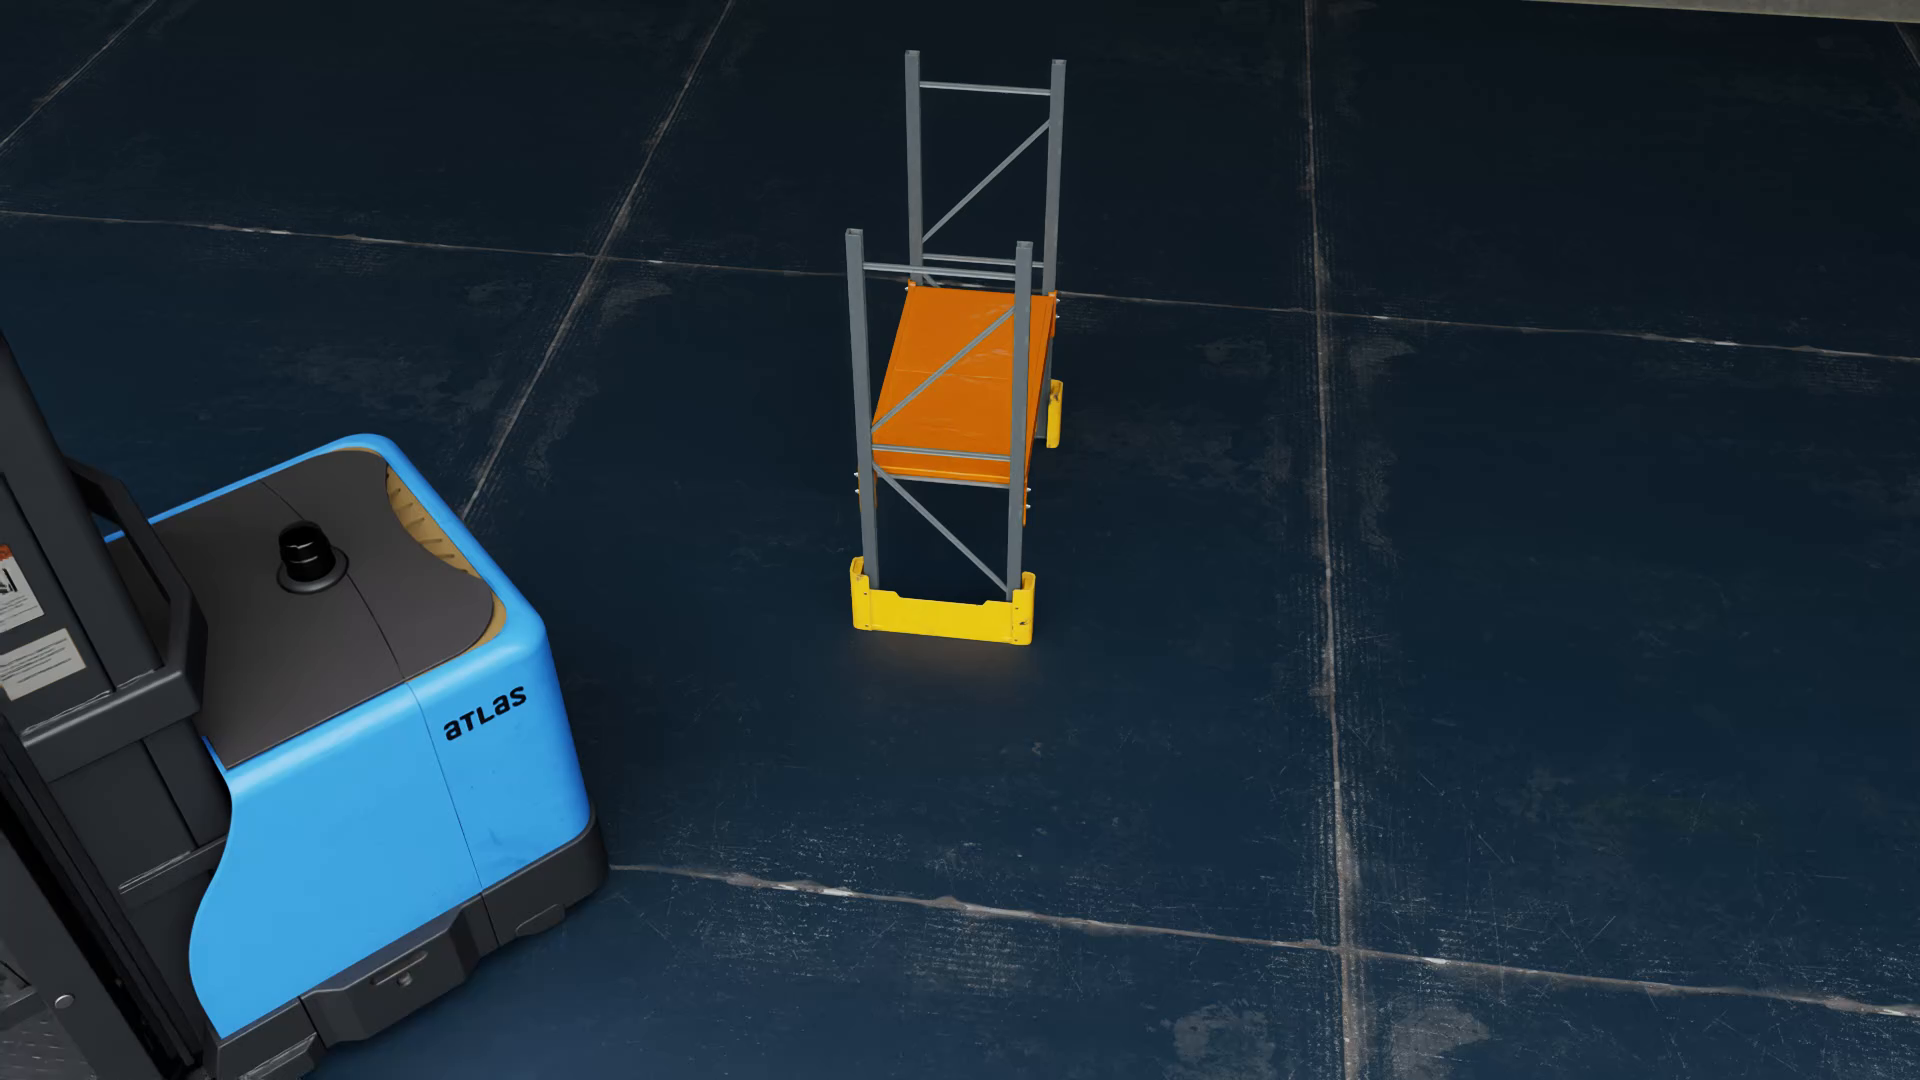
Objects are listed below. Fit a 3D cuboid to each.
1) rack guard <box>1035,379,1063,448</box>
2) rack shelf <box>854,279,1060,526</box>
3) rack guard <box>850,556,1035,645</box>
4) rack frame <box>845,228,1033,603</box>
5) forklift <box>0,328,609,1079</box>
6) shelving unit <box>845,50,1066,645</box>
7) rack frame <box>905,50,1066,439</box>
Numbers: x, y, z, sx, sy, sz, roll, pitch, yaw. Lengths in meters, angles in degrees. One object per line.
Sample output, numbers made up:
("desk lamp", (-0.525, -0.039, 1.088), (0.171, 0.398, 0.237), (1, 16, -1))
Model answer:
("rack guard", (0.076, -0.482, 6.077), (0.587, 0.250, 0.087), (5, 44, 6))
("rack shelf", (0.011, -0.472, 5.419), (0.538, 0.185, 1.000), (5, 44, 6))
("rack guard", (-0.056, 0.197, 5.360), (0.587, 0.250, 0.087), (5, 44, 6))
("rack frame", (-0.056, -0.256, 4.930), (0.500, 1.500, 0.032), (5, 44, 6))
("forklift", (-2.458, 0.287, 3.315), (3.031, 2.935, 1.130), (-28, 50, -27))
("shelving unit", (0.010, -0.597, 5.289), (0.587, 1.500, 1.083), (5, 44, 6))
("rack frame", (0.078, -0.949, 5.662), (0.500, 1.500, 0.032), (5, 44, 6))
